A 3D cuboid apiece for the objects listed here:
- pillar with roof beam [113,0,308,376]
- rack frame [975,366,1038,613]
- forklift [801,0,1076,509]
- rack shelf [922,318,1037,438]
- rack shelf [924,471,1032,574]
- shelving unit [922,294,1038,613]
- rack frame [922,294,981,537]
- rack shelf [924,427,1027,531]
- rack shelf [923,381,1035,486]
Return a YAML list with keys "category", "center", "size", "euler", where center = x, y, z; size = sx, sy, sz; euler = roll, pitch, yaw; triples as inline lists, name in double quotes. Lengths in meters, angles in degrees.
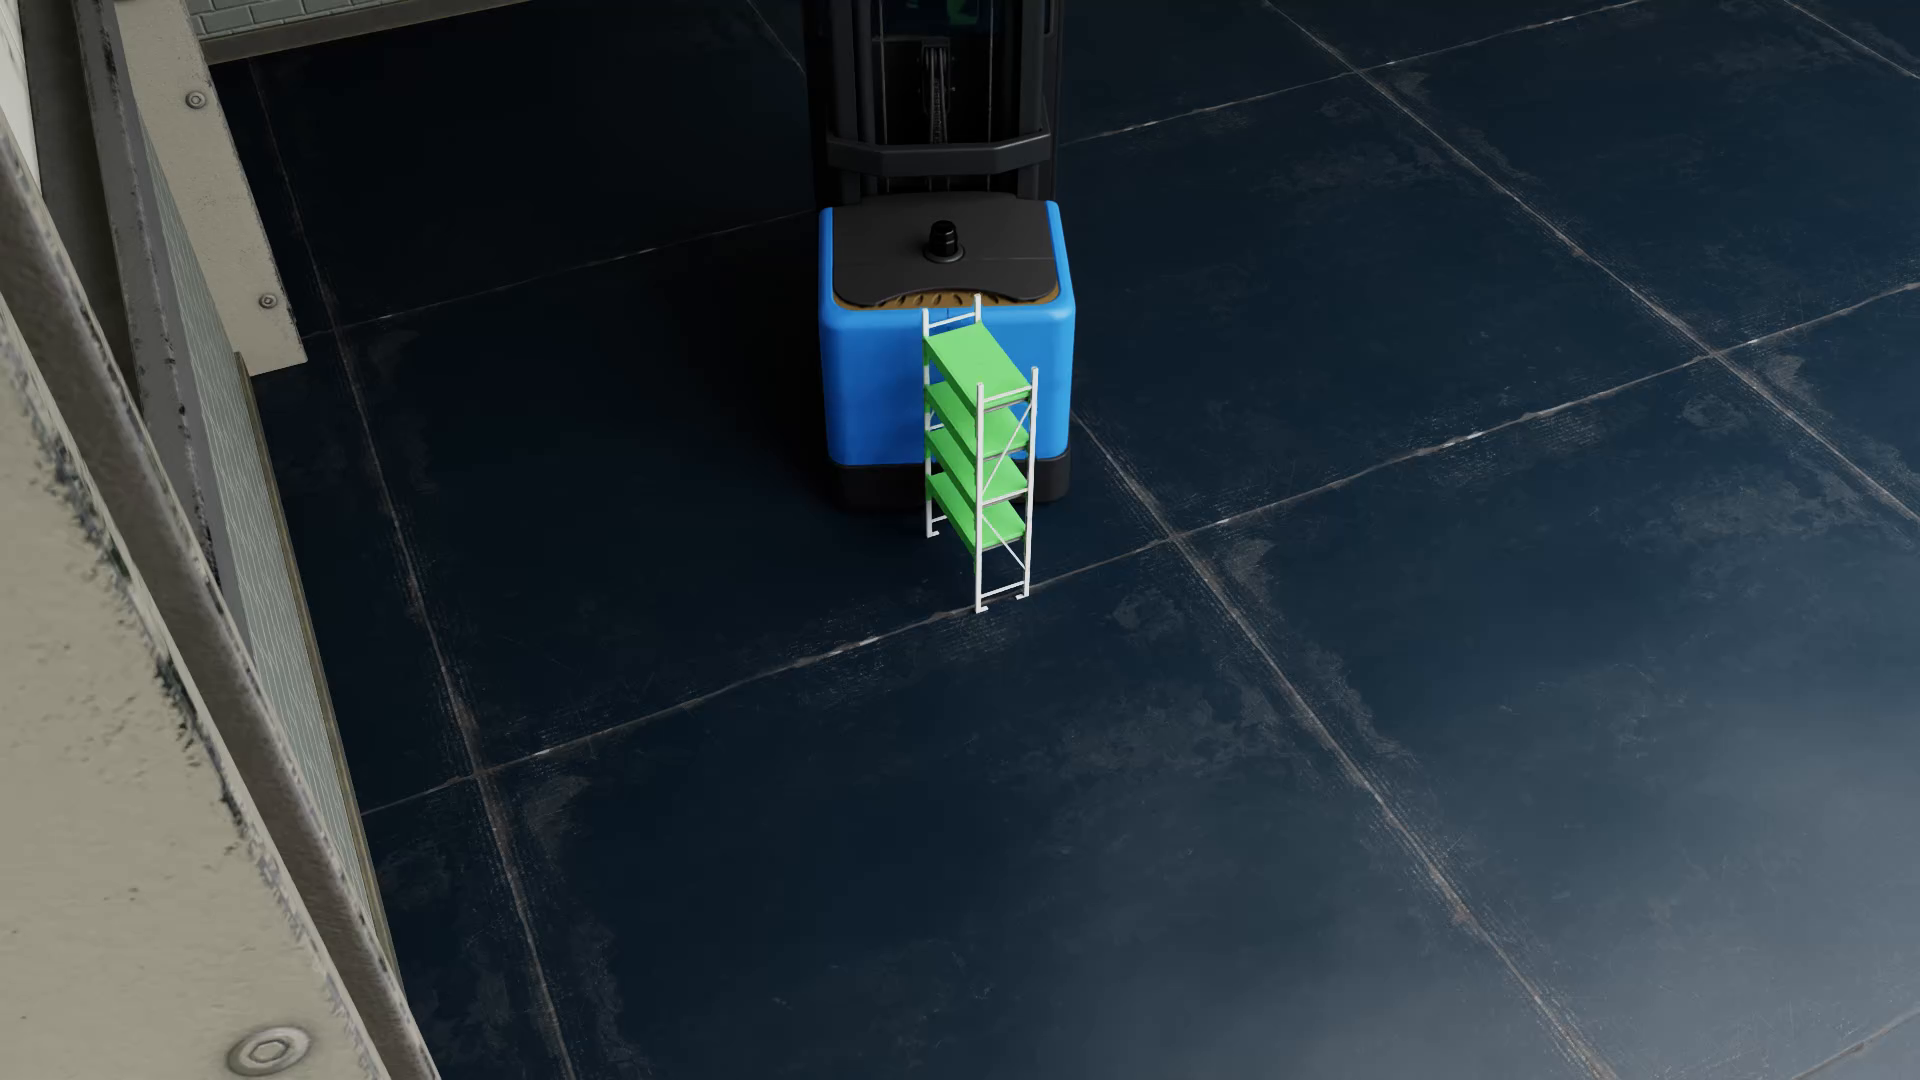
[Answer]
- category: "pillar with roof beam"
  center: [0.550, -5.414, 6.199]
  size: [9.100, 9.000, 0.400]
  euler: [-18, 47, -17]
- category: "rack frame"
  center: [0.172, -0.166, 6.433]
  size: [0.240, 1.200, 0.015]
  euler: [-18, 47, -17]
- category: "forklift"
  center: [-0.127, -2.203, 7.264]
  size: [1.130, 2.935, 3.031]
  euler: [-2, 45, -2]
- category: "rack shelf"
  center: [0.070, -0.618, 6.298]
  size: [0.258, 0.148, 0.480]
  euler: [-18, 47, -17]
- category: "rack shelf"
  center: [0.070, -0.105, 6.804]
  size: [0.258, 0.148, 0.480]
  euler: [-18, 47, -17]
- category: "shelving unit"
  center: [0.070, -0.322, 6.591]
  size: [0.258, 1.200, 0.503]
  euler: [-18, 47, -17]
- category: "rack frame"
  center: [-0.033, -0.477, 6.748]
  size: [0.240, 1.200, 0.015]
  euler: [-18, 47, -17]
- category: "rack shelf"
  center: [0.070, -0.276, 6.635]
  size: [0.258, 0.148, 0.480]
  euler: [-18, 47, -17]
- category: "rack shelf"
  center: [0.070, -0.447, 6.467]
  size: [0.258, 0.148, 0.480]
  euler: [-18, 47, -17]
